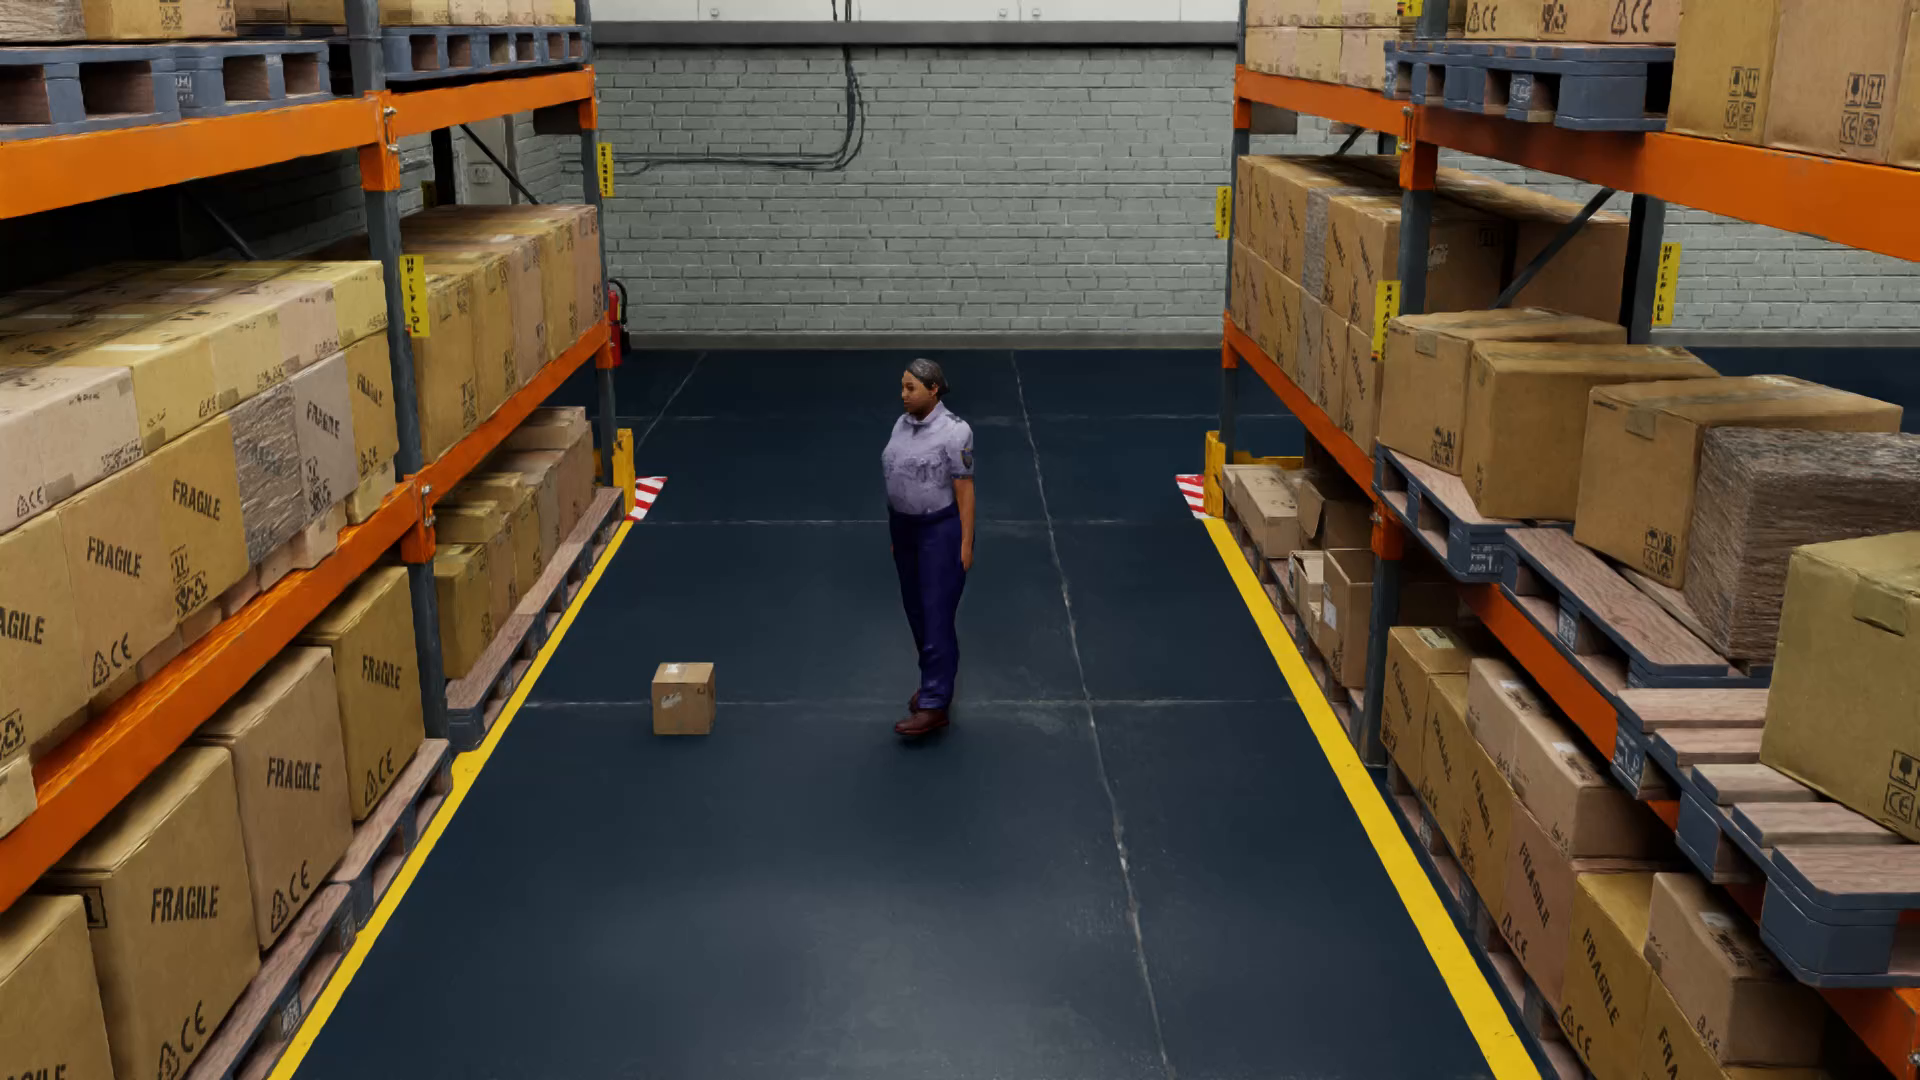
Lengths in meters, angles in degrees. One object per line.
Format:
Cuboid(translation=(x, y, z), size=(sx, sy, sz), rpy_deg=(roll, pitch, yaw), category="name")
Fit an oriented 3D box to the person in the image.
Cuboid(translation=(-0.212, 0.024, 7.479), size=(0.543, 1.650, 0.603), rpy_deg=(16, 24, 42), category="person")
